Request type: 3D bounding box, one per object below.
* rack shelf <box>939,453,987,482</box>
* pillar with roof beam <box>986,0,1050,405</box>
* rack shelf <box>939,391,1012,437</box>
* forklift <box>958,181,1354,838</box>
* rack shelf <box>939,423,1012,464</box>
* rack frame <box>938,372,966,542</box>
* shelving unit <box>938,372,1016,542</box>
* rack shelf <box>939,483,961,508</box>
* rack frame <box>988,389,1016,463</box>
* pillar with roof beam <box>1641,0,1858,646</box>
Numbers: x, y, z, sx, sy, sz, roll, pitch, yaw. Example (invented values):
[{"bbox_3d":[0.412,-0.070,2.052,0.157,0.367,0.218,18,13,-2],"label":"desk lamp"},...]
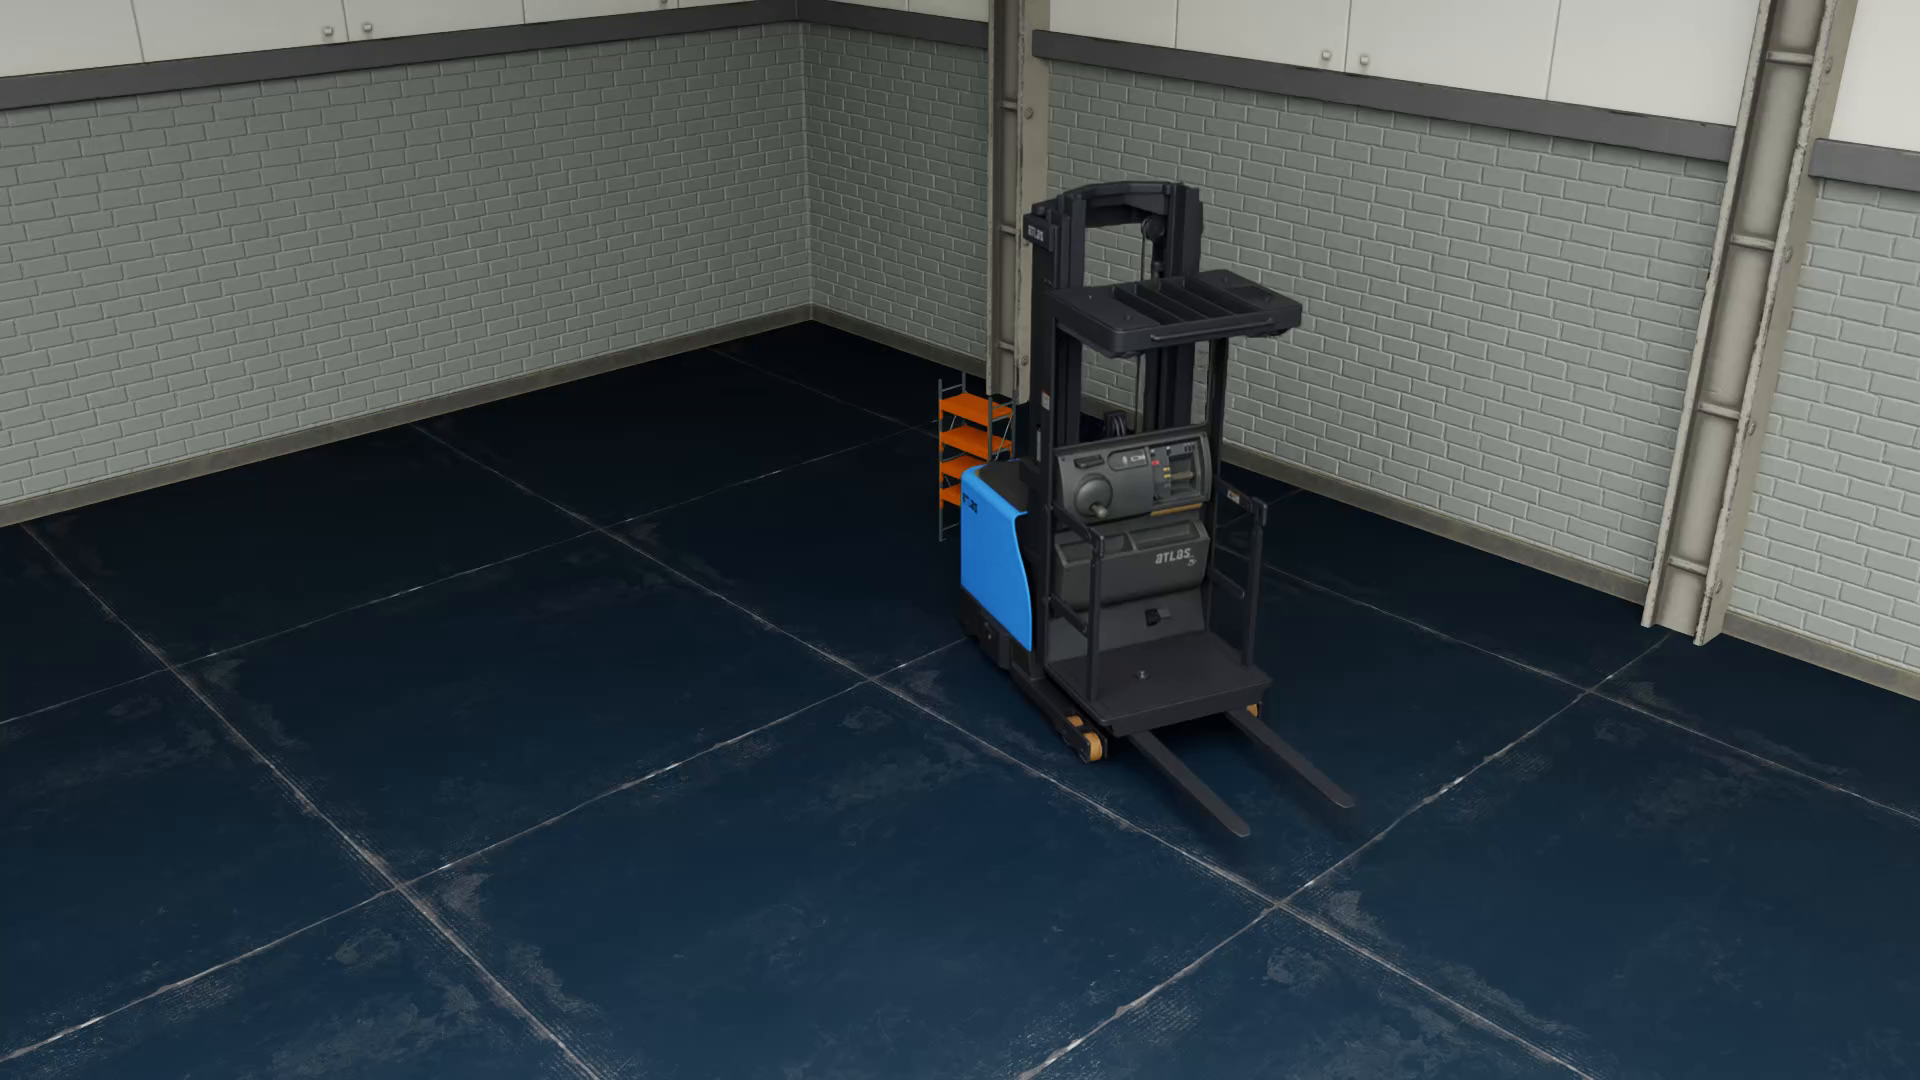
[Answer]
[{"bbox_3d":[0.113,-0.435,11.419,0.258,0.148,0.480,-21,32,-38],"label":"rack shelf"},{"bbox_3d":[-2.673,-4.136,9.973,9.100,9.000,0.400,-21,32,-38],"label":"pillar with roof beam"},{"bbox_3d":[0.113,-0.853,11.228,0.258,0.148,0.480,-21,32,-38],"label":"rack shelf"},{"bbox_3d":[1.051,-0.321,8.923,1.130,2.935,3.031,-11,27,-22],"label":"forklift"},{"bbox_3d":[0.113,-0.638,11.326,0.258,0.148,0.480,-21,32,-38],"label":"rack shelf"},{"bbox_3d":[-0.054,-0.570,11.553,0.240,1.200,0.015,-21,32,-38],"label":"rack frame"},{"bbox_3d":[0.113,-0.496,11.391,0.258,1.200,0.503,-21,32,-38],"label":"shelving unit"},{"bbox_3d":[0.113,-0.254,11.501,0.258,0.148,0.480,-21,32,-38],"label":"rack shelf"},{"bbox_3d":[0.280,-0.422,11.229,0.240,1.200,0.015,-21,32,-38],"label":"rack frame"},{"bbox_3d":[1.428,-2.318,5.989,9.100,9.000,0.400,-21,32,-38],"label":"pillar with roof beam"}]
